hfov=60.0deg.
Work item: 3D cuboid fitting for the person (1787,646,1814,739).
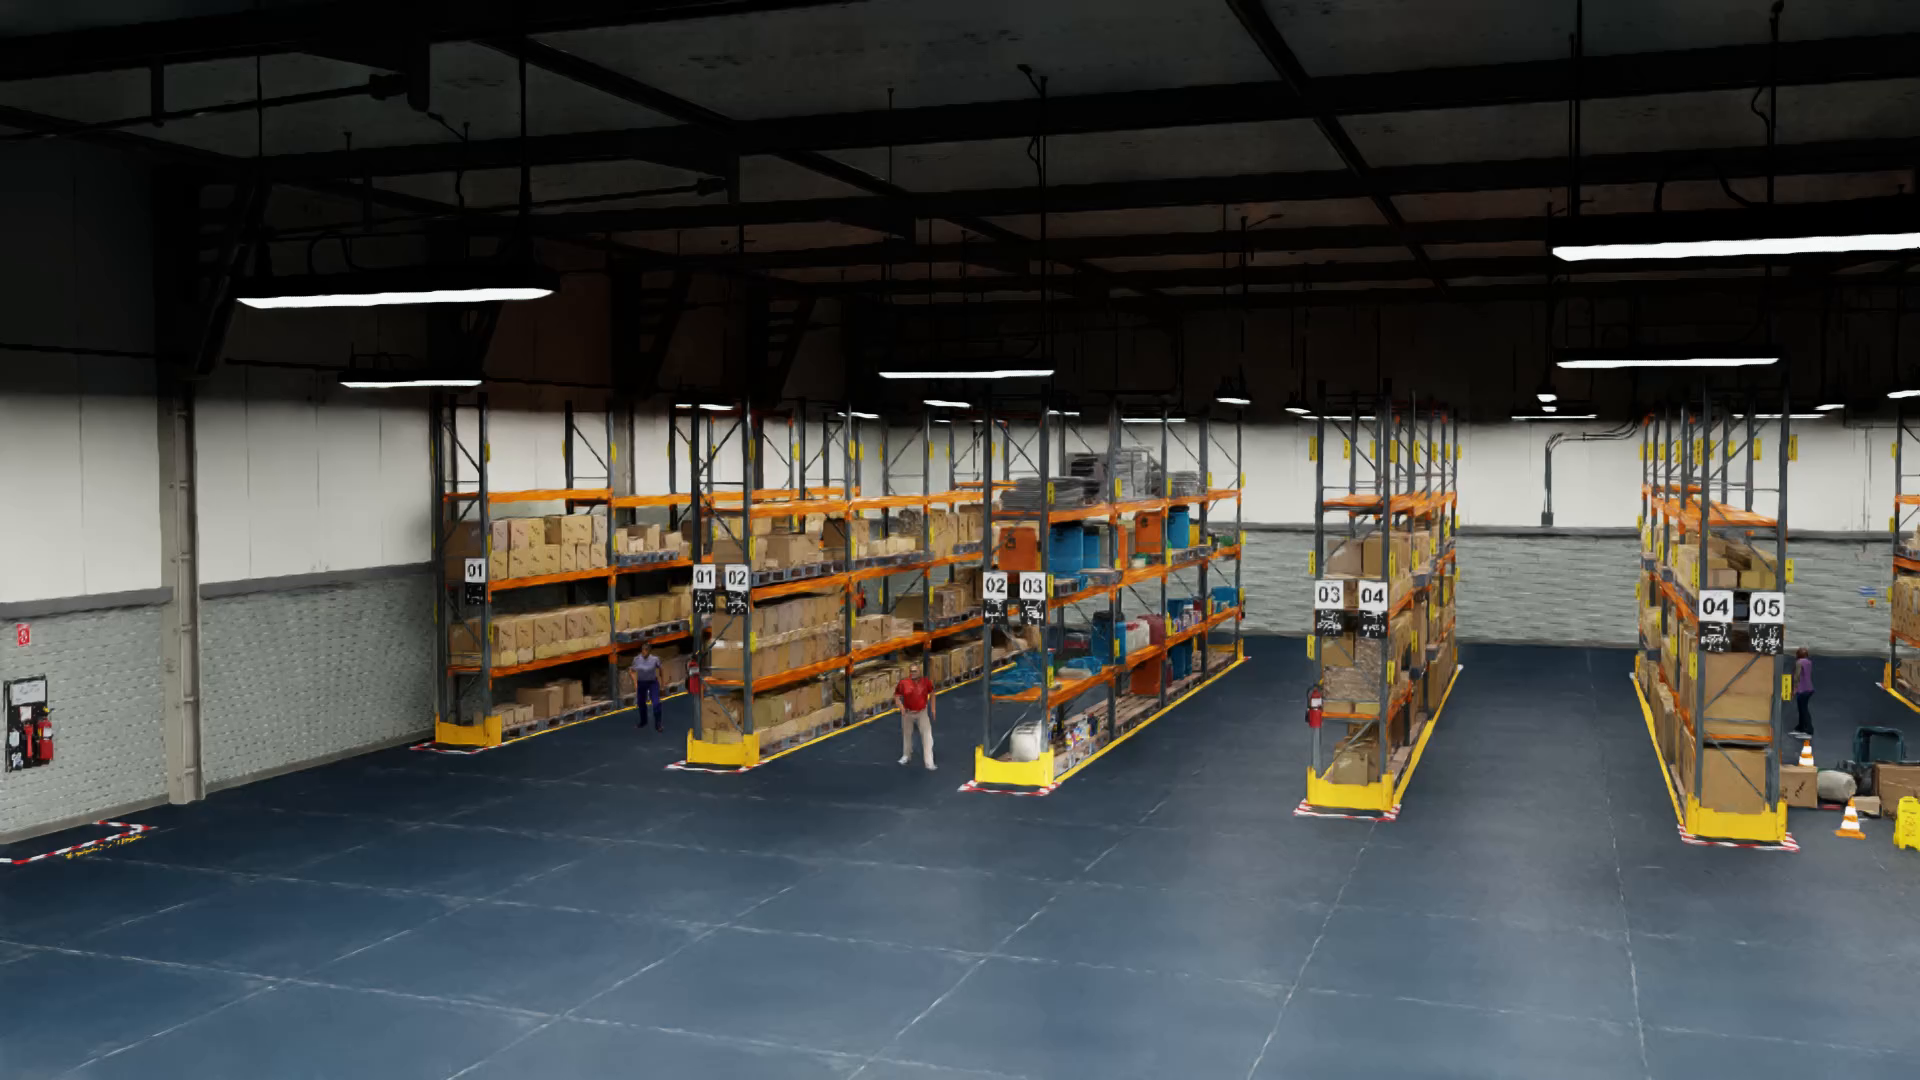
[{"bbox_3d":[14.691,2.646,29.042,0.522,1.591,0.527,-2,4,-38],"label":"person"}]

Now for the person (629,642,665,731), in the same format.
[{"bbox_3d":[-5.592,2.610,29.916,0.653,1.580,0.809,0,3,1],"label":"person"}]

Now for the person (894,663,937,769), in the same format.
[{"bbox_3d":[-0.689,2.759,26.373,0.700,1.656,0.863,0,3,3],"label":"person"}]
